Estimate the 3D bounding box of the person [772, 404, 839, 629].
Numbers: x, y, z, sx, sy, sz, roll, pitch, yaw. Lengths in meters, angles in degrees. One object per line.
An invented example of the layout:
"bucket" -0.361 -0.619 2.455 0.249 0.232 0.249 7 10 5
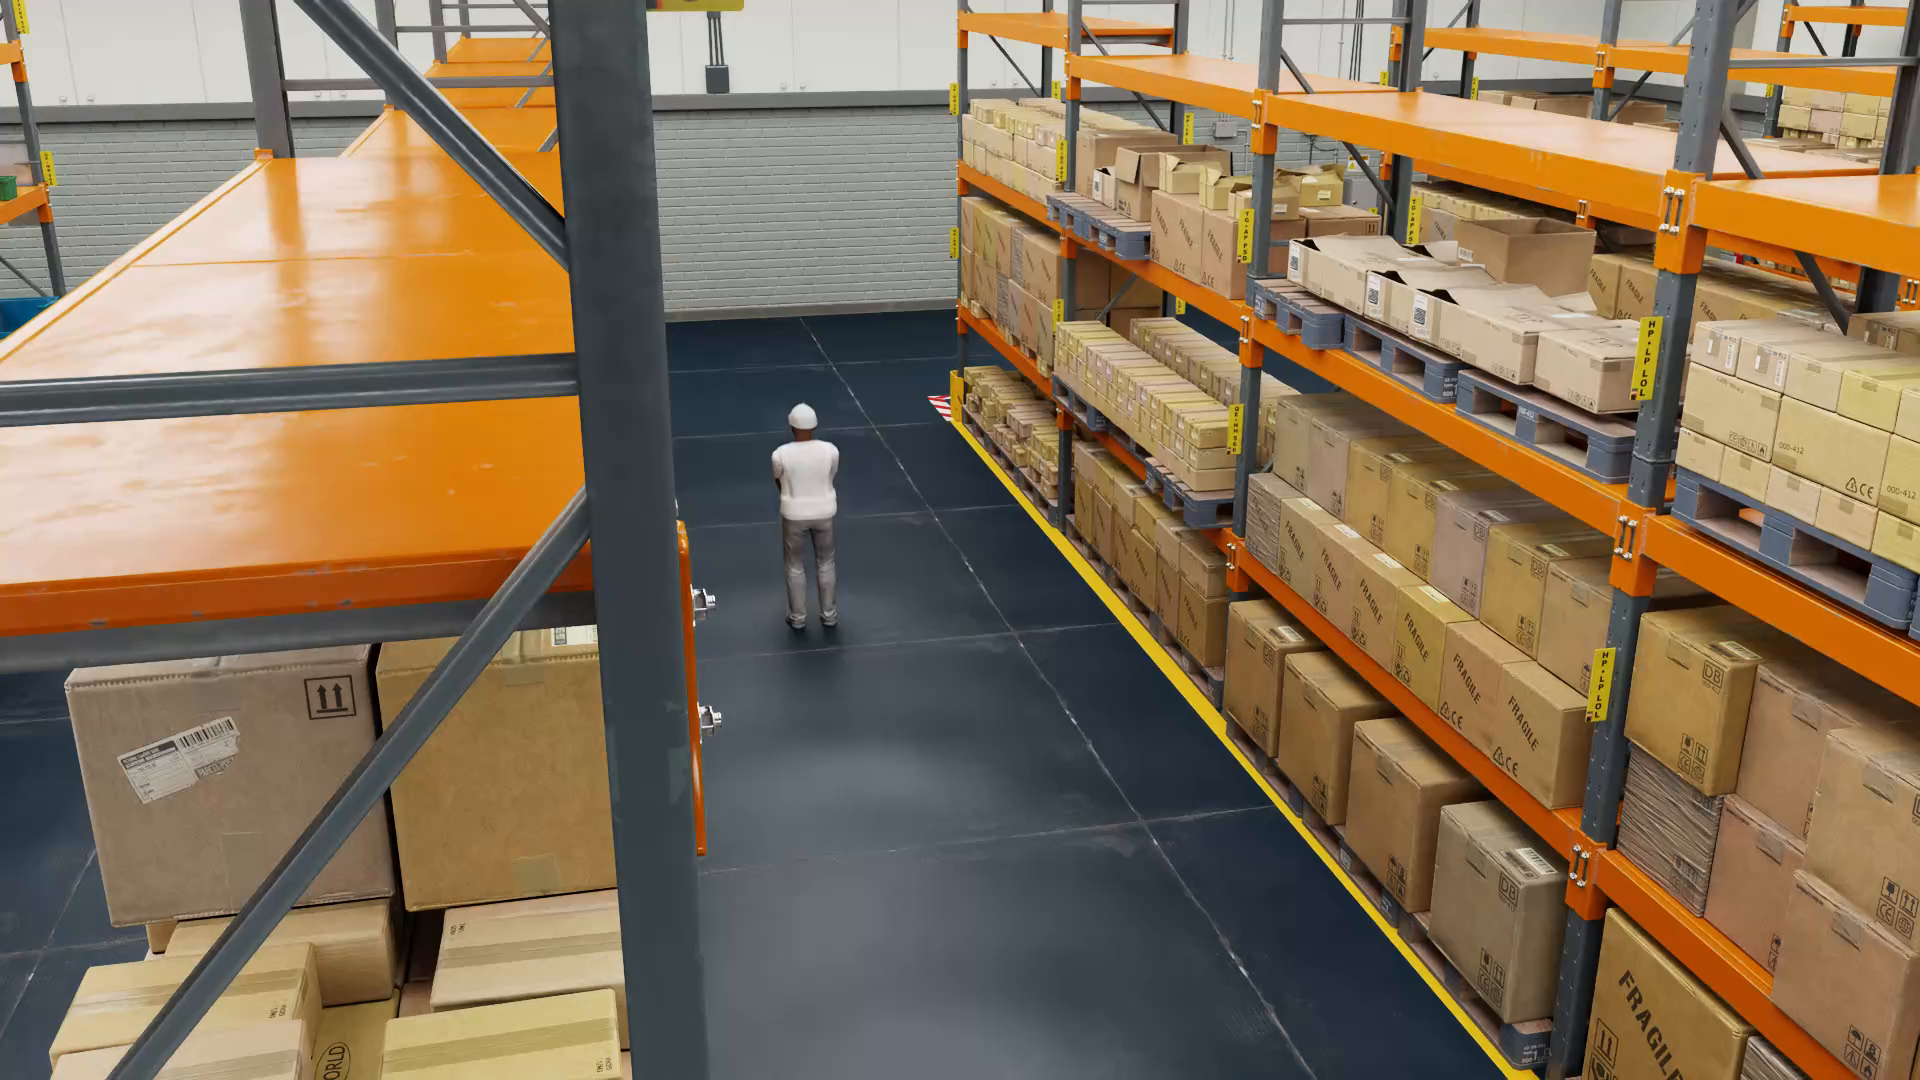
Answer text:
"person" -1.178 -0.217 12.656 0.503 1.760 0.576 -4 20 -11
